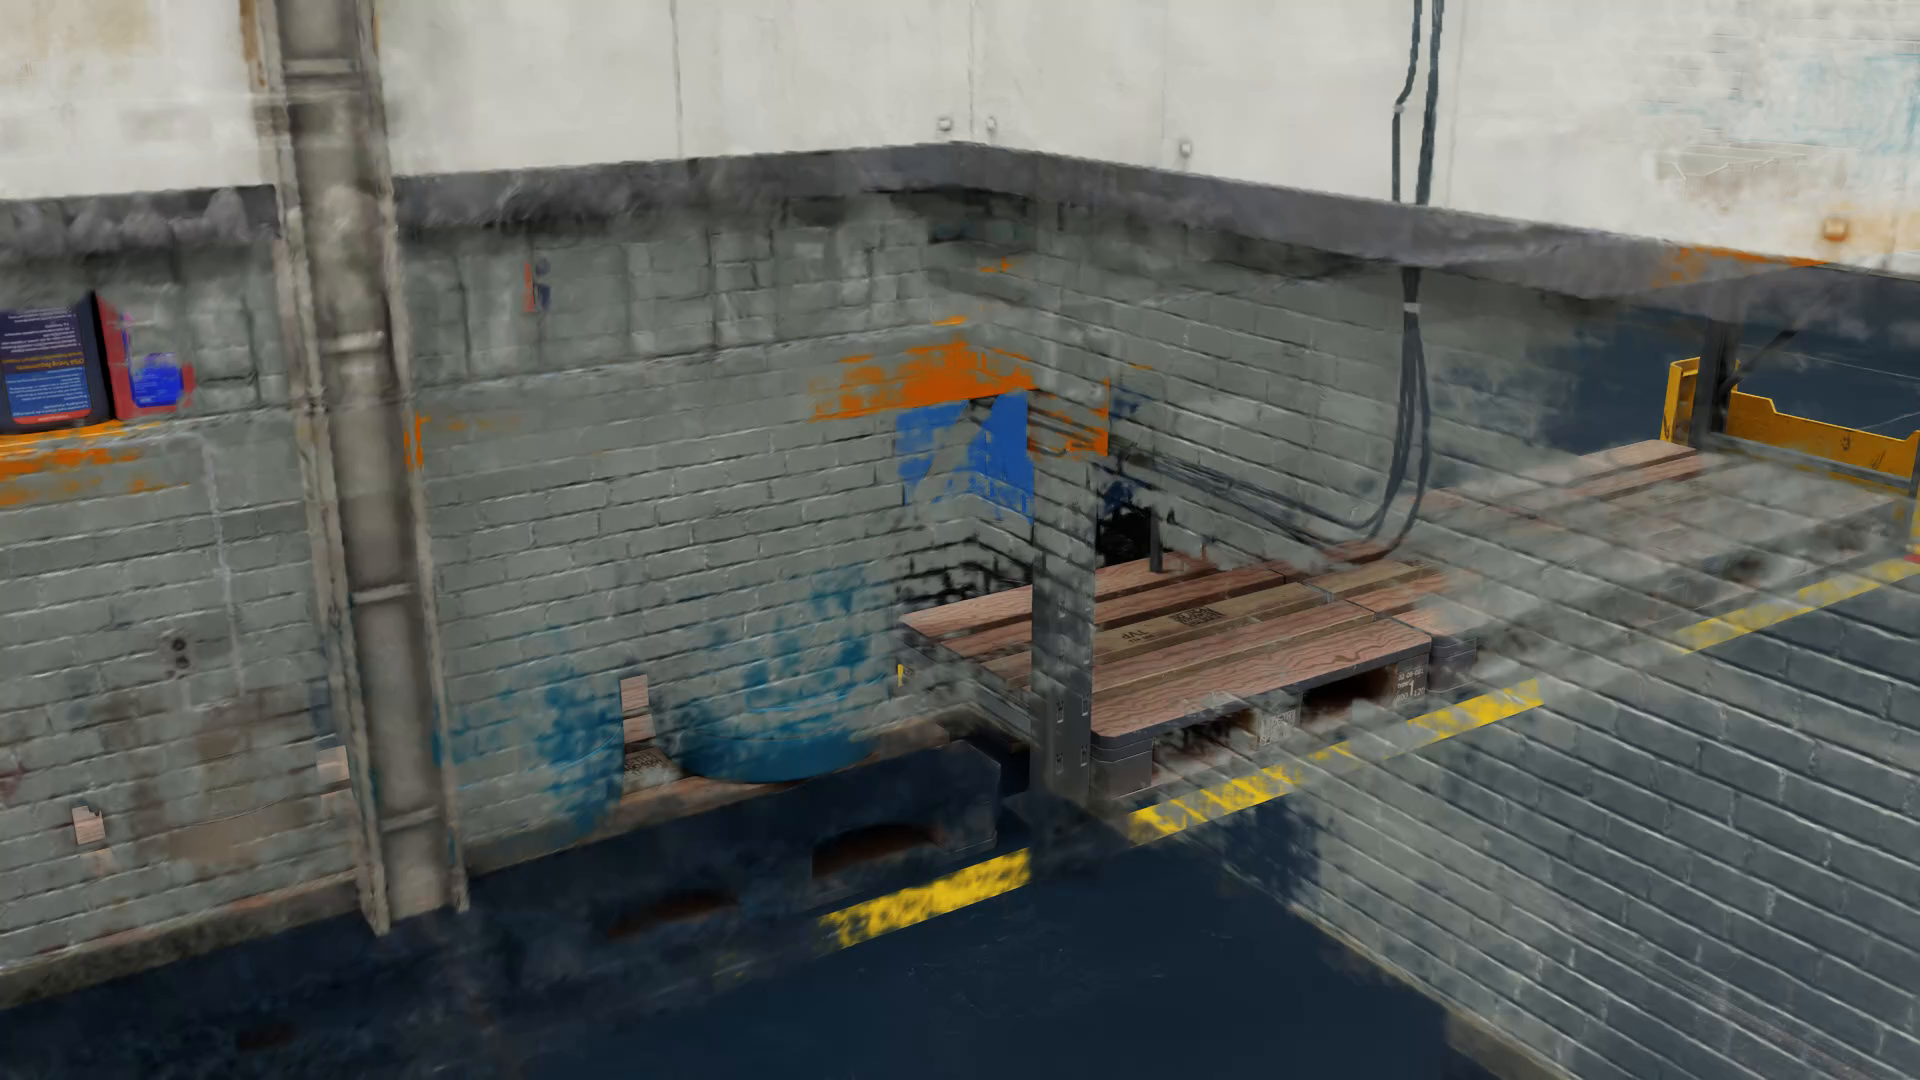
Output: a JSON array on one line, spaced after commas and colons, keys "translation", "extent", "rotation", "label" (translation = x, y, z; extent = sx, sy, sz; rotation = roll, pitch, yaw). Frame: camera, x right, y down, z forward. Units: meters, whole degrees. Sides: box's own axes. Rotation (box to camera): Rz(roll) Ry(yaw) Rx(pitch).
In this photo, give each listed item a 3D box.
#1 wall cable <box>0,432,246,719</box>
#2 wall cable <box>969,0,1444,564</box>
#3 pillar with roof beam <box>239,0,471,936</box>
[{"translation": [-1.563, -5.144, 15.190], "extent": [1.851, 1.984, 0.084], "rotation": [-12, 22, -31], "label": "wall cable"}, {"translation": [2.808, -6.456, 16.137], "extent": [0.112, 2.526, 3.097], "rotation": [-12, 22, -31], "label": "wall cable"}, {"translation": [2.034, -6.581, 11.661], "extent": [0.400, 9.000, 9.100], "rotation": [-12, 22, -31], "label": "pillar with roof beam"}]
